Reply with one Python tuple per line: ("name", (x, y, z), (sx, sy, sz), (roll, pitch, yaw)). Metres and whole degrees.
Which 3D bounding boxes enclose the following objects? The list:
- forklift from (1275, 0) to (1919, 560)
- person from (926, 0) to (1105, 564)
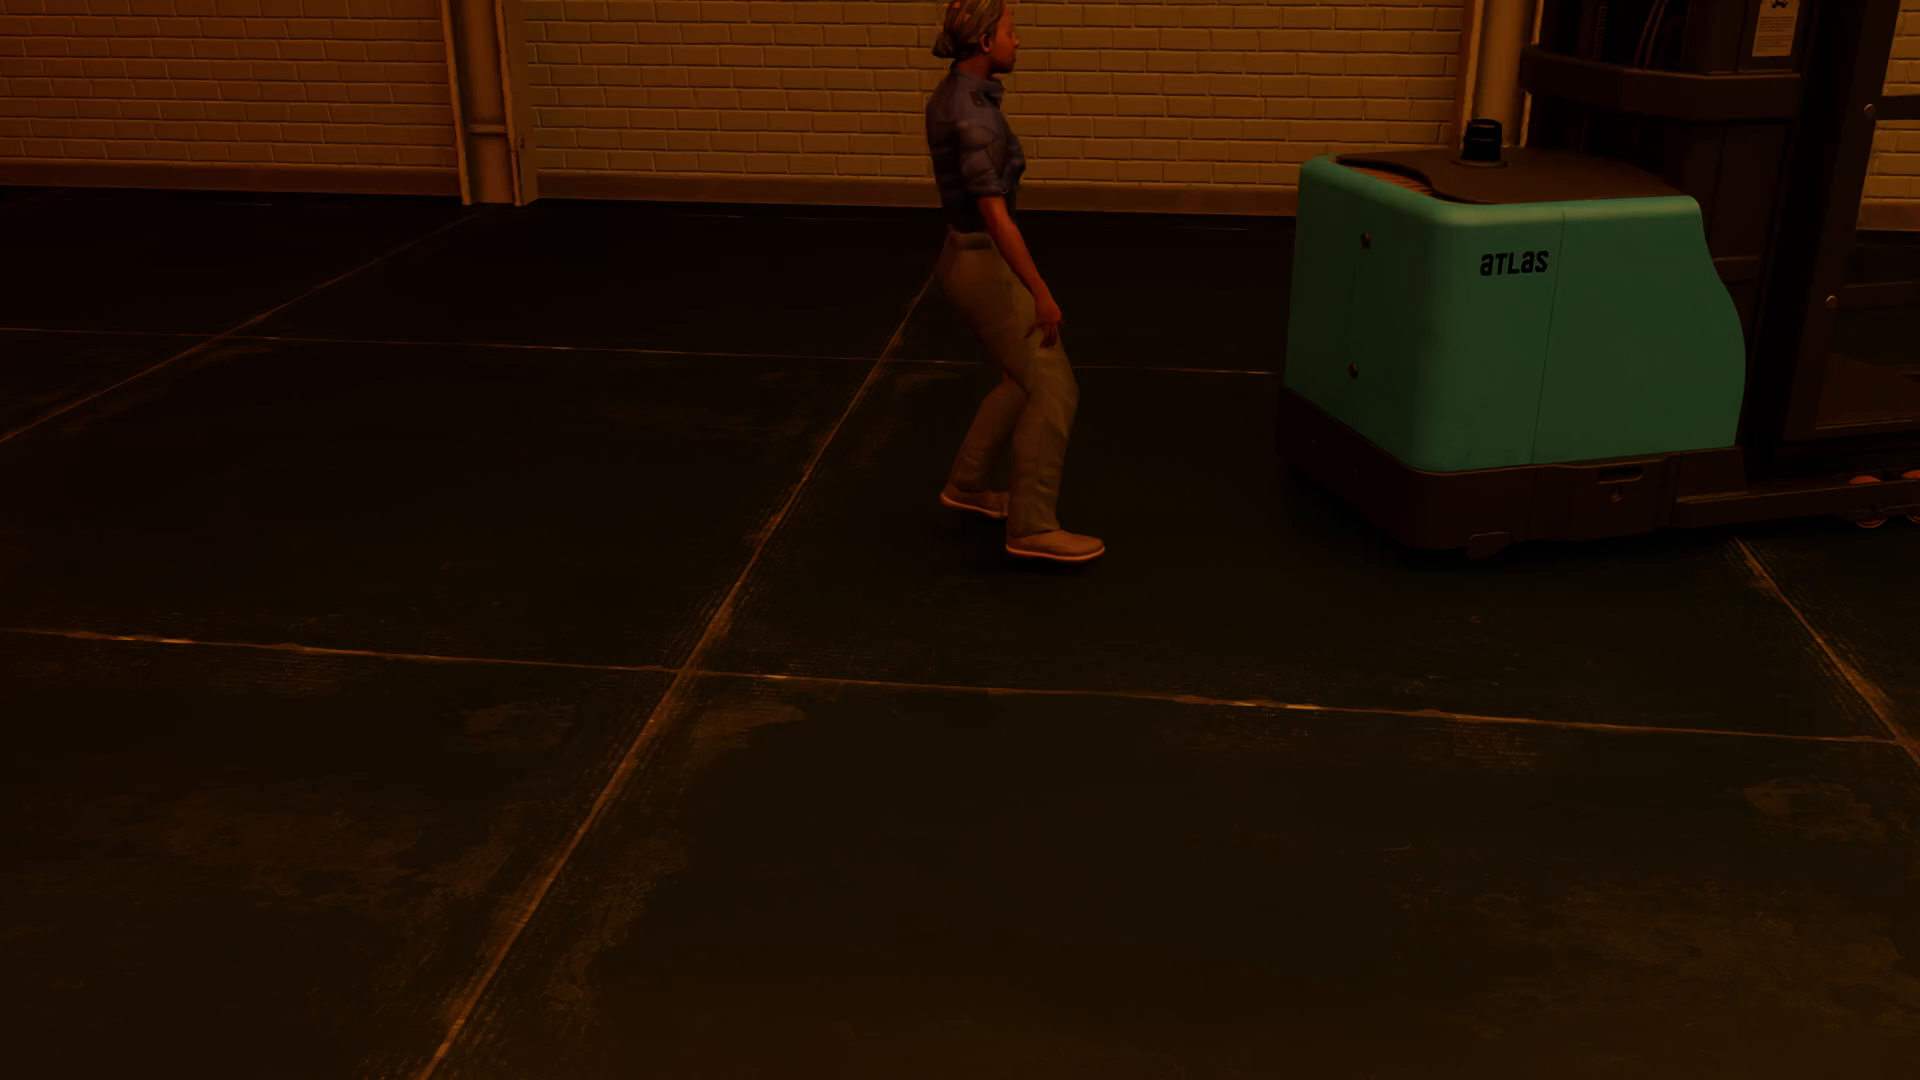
("forklift", (2.665, -1.582, 5.181), (3.031, 2.935, 1.130), (-5, 23, -13))
("person", (0.153, -0.775, 4.872), (0.479, 1.604, 0.655), (-3, 22, -8))
